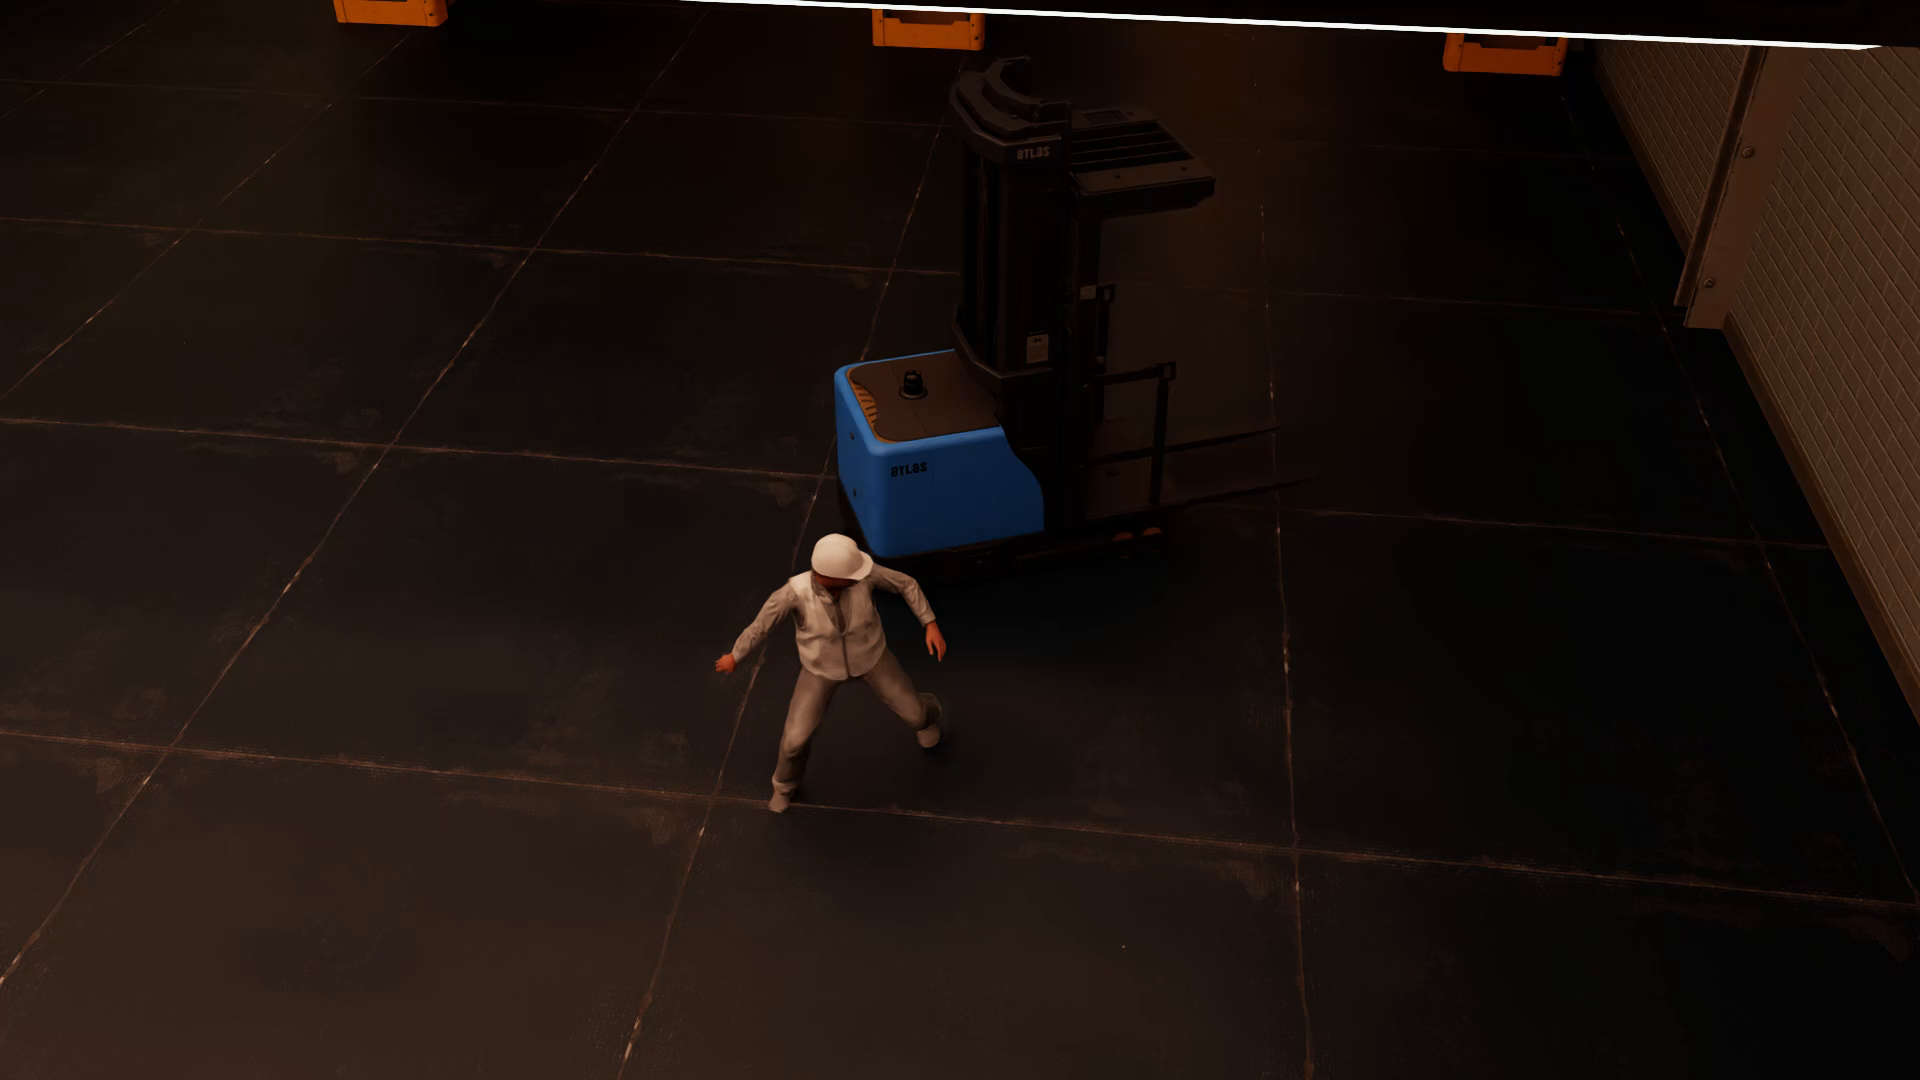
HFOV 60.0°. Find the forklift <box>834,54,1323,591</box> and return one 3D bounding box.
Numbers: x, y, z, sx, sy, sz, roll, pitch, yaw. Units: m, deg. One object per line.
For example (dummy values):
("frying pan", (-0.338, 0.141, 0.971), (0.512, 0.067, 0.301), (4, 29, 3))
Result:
("forklift", (0.794, -1.353, 9.865), (3.031, 2.935, 1.130), (-10, 38, -13))

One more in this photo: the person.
("person", (-0.634, 0.626, 8.354), (1.162, 1.679, 0.526), (-8, 37, -11))
